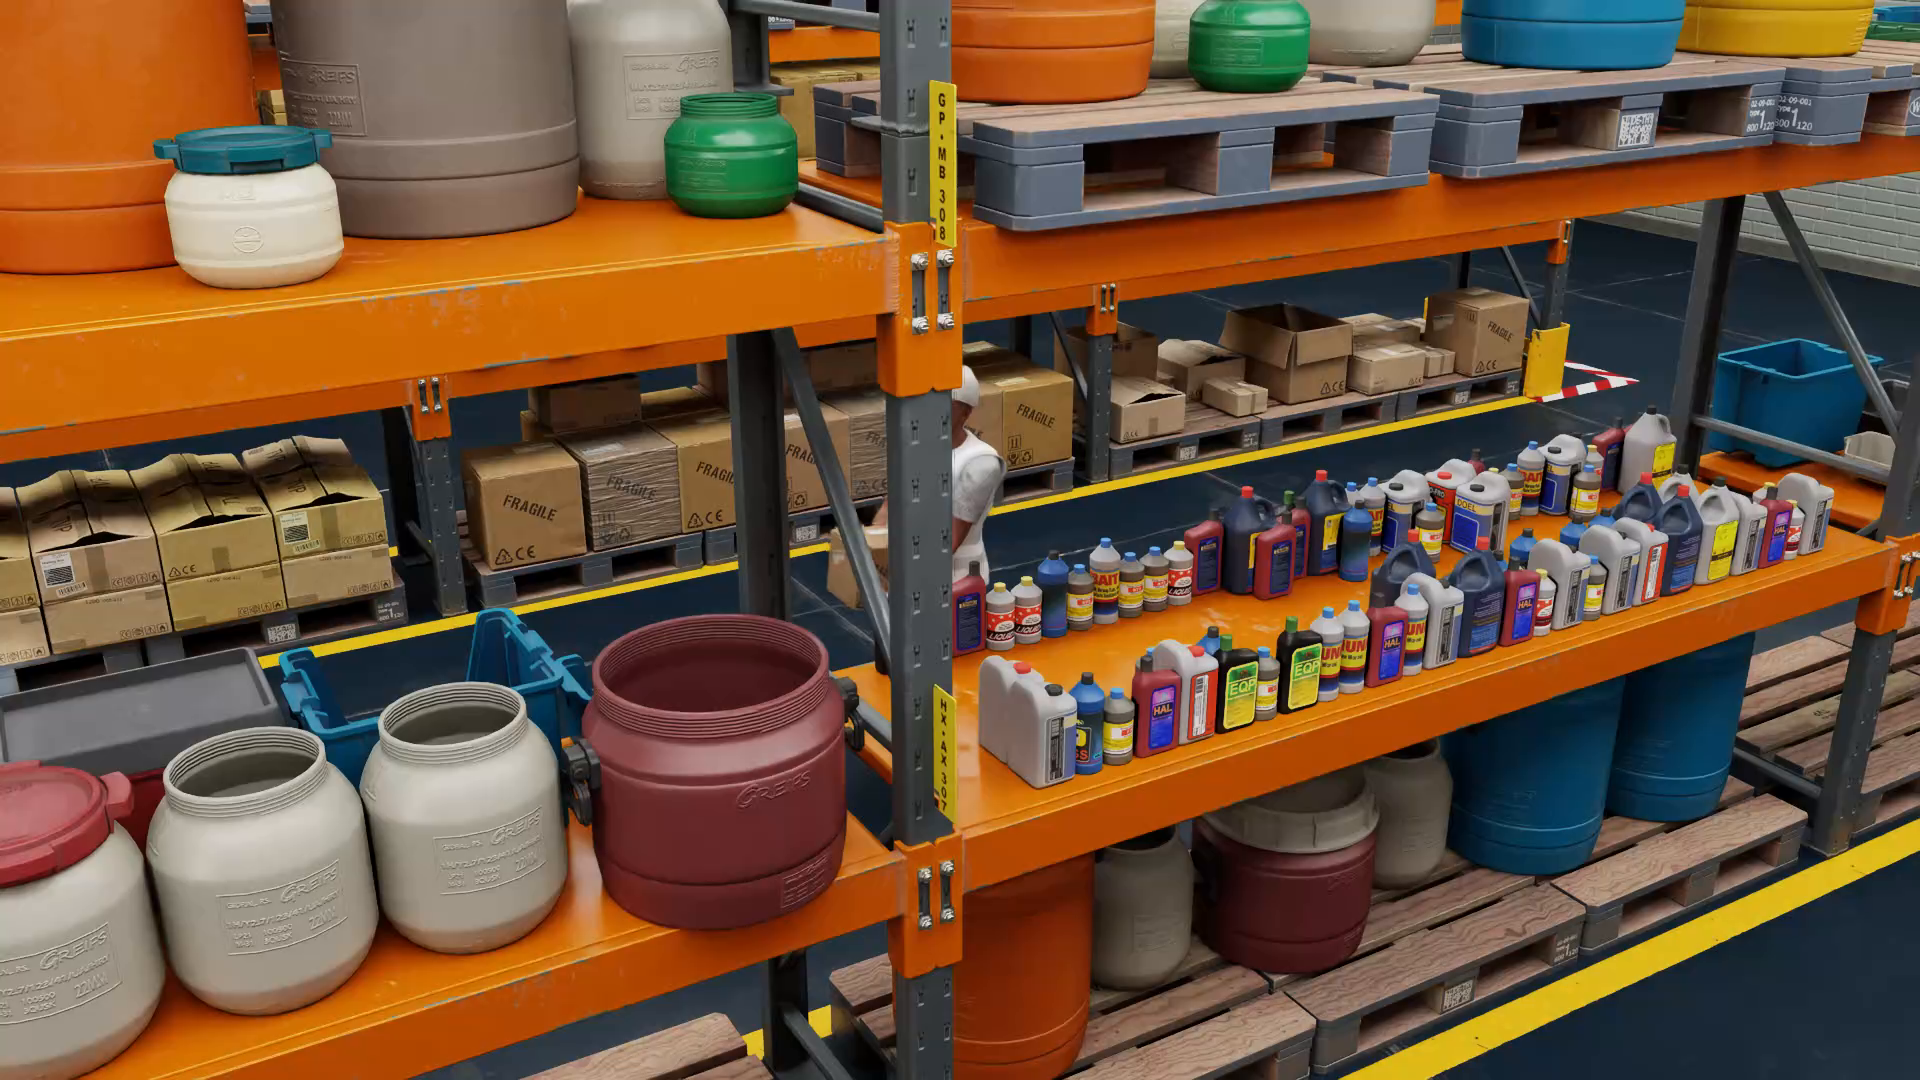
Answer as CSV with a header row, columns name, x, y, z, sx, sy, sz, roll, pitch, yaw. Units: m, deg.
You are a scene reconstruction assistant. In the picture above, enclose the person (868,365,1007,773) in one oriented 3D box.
name,x,y,z,sx,sy,sz,roll,pitch,yaw
person,-0.160,0.188,6.580,0.569,1.787,0.502,-16,27,-35
